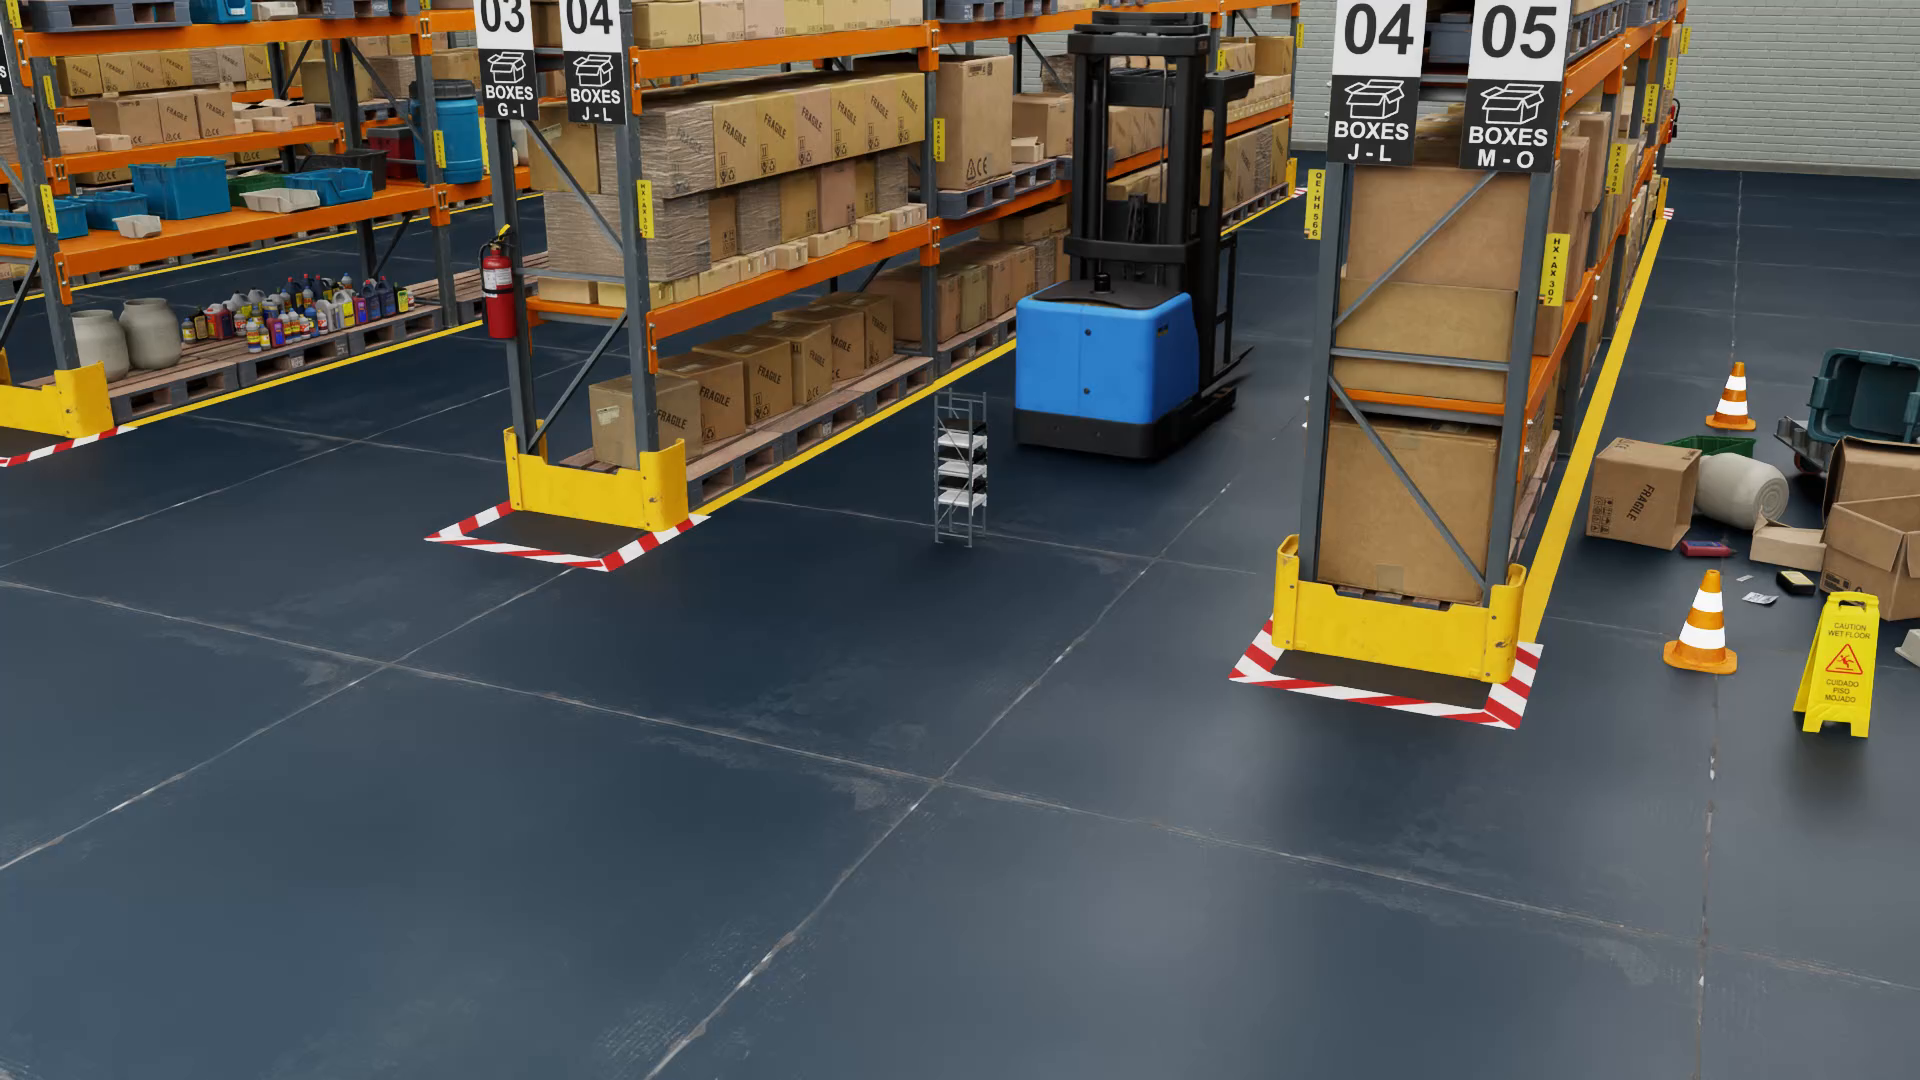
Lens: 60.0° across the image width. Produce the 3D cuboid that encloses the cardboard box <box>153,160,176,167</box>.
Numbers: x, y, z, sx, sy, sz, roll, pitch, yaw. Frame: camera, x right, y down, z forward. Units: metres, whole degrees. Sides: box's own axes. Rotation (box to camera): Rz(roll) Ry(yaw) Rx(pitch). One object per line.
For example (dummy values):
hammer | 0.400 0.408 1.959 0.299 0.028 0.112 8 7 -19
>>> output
cardboard box | -11.798 -5.708 24.125 0.750 0.750 0.750 8 21 22

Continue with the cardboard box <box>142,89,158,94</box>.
cardboard box | -11.736 -6.407 23.852 0.380 0.149 0.250 9 21 24

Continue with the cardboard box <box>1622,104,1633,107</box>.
cardboard box | 6.144 -4.011 15.632 0.380 0.149 0.250 8 21 20

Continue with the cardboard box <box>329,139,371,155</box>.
cardboard box | -7.874 -5.090 21.759 0.500 0.250 0.500 9 22 25

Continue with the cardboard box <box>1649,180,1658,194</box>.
cardboard box | 8.379 -4.357 20.484 0.380 0.149 0.250 9 22 25

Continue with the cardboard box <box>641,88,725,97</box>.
cardboard box | -1.896 -2.732 11.088 0.500 0.500 0.500 9 21 23

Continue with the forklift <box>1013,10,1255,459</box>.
forklift | 1.475 -2.386 12.305 1.130 2.935 3.031 9 22 25

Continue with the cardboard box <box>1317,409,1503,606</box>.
cardboard box | 2.399 -0.267 8.786 0.875 0.875 0.875 9 21 23

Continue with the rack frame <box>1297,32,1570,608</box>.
rack frame | 2.181 -0.854 7.892 1.000 3.000 0.127 9 21 23

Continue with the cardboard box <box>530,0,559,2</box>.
cardboard box | -2.473 -3.223 9.708 0.380 0.149 0.250 9 21 23

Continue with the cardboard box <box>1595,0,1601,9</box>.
cardboard box | 3.027 -2.763 8.384 0.380 0.149 0.250 9 21 23

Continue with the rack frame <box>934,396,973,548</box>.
rack frame | -0.038 -0.395 9.738 0.240 0.900 0.006 9 21 23

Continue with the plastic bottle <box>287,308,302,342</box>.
plastic bottle | -5.613 -1.813 14.006 0.097 0.271 0.097 0 20 0

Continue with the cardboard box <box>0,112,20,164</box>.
cardboard box | -9.876 -4.059 16.756 0.700 0.500 0.500 8 21 21

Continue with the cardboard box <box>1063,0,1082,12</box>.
cardboard box | 0.812 -5.021 15.357 0.500 0.250 0.500 8 21 23

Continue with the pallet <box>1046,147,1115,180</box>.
pallet | 0.779 -3.688 16.148 1.213 0.211 1.003 9 21 23

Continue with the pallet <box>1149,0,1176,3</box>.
pallet | 1.644 -5.881 17.835 1.003 0.211 1.213 10 22 25

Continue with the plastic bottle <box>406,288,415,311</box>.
plastic bottle | -5.047 -2.203 15.205 0.097 0.201 0.097 0 20 0

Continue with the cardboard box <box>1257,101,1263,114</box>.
cardboard box | 3.778 -5.717 21.941 0.380 0.149 0.250 9 21 24

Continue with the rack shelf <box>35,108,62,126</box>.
rack shelf | -13.402 -5.099 20.904 1.077 0.370 4.000 9 21 23

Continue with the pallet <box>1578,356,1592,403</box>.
pallet | 4.565 -1.383 13.543 1.003 0.211 1.213 9 21 23

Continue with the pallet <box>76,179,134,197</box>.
pallet | -12.192 -4.966 23.619 1.003 0.211 1.213 9 21 23

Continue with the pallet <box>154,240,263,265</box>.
pallet | -8.936 -3.439 19.325 1.003 0.211 1.213 9 21 23

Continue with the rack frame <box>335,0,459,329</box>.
rack frame | -5.183 -3.467 15.242 1.000 3.000 0.127 9 21 23

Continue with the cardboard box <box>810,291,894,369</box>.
cardboard box | -0.865 -1.691 13.351 0.500 0.500 0.500 8 21 21

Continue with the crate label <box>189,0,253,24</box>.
crate label | -5.753 -4.115 12.808 0.502 0.251 0.408 9 21 23

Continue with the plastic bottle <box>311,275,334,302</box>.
plastic bottle | -5.761 -2.217 15.023 0.144 0.351 0.185 9 21 23

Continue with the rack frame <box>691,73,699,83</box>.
rack frame | -4.787 -7.817 27.471 1.000 3.000 0.127 9 21 23

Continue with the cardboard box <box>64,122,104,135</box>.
cardboard box | -9.508 -4.379 18.006 0.396 0.266 0.258 8 21 21

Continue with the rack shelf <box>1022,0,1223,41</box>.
rack shelf | 1.793 -5.696 18.107 1.077 0.370 4.000 9 21 23

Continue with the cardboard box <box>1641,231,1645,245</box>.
cardboard box | 7.537 -3.444 18.804 0.380 0.149 0.250 8 21 20

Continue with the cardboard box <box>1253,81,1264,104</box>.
cardboard box | 3.667 -5.871 21.780 0.500 0.250 0.500 9 21 23

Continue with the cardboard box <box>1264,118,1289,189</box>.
cardboard box | 4.061 -5.446 23.351 0.875 0.875 0.875 9 21 23

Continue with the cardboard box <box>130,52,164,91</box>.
cardboard box | -11.724 -6.670 23.624 0.500 0.500 0.500 8 21 22

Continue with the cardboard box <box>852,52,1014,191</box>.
cardboard box | -0.211 -3.492 13.789 1.000 1.000 1.000 9 21 23

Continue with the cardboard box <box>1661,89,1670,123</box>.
cardboard box | 7.963 -5.127 19.316 0.500 0.500 0.500 8 21 22

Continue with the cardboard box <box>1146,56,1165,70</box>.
cardboard box | 1.826 -5.156 18.345 0.797 0.503 0.637 9 22 24

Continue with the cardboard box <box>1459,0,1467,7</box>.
cardboard box | 2.425 -2.853 8.637 0.380 0.149 0.250 8 21 22

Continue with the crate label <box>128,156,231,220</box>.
crate label | -6.314 -2.861 13.484 0.502 0.435 0.616 9 21 23

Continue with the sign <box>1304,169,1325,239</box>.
sign | 1.692 -1.589 7.880 0.100 0.325 0.005 9 21 23

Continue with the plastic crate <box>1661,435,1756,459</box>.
plastic crate | 4.943 -0.546 11.137 0.662 0.188 0.450 -14 14 -33

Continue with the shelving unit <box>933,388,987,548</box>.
shelving unit | 0.003 -0.426 9.825 0.258 0.900 0.210 9 21 23

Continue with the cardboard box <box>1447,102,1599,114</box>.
cardboard box | 3.637 -2.548 10.821 0.875 0.550 0.550 9 21 23

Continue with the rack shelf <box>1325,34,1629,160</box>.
rack shelf | 3.000 -2.539 9.229 1.077 0.370 4.000 9 21 23

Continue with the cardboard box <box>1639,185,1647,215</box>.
cardboard box | 7.021 -3.633 17.692 0.500 0.250 0.500 8 21 21

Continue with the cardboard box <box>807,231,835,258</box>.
cardboard box | -1.112 -2.107 11.791 0.380 0.149 0.250 9 21 23

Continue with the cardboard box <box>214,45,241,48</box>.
cardboard box | -11.121 -7.489 24.810 0.500 0.250 0.500 9 21 24

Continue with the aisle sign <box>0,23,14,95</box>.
aisle sign | -6.583 -3.407 11.193 0.394 0.787 0.004 9 21 23

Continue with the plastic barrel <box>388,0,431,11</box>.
plastic barrel | -5.173 -5.302 15.176 0.600 0.901 0.708 9 21 23

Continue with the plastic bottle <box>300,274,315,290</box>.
plastic bottle | -5.892 -2.237 15.079 0.144 0.351 0.185 9 22 24

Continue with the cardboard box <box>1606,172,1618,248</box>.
cardboard box | 4.486 -2.402 12.096 0.500 0.500 0.500 9 21 23

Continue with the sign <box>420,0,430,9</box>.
sign | -4.686 -4.806 14.516 0.100 0.325 0.005 9 21 23

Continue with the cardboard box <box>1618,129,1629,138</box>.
cardboard box | 5.838 -3.639 15.029 0.380 0.149 0.250 10 22 25

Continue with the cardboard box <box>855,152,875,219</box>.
cardboard box | -1.142 -2.698 12.485 0.875 0.500 0.500 9 21 23
